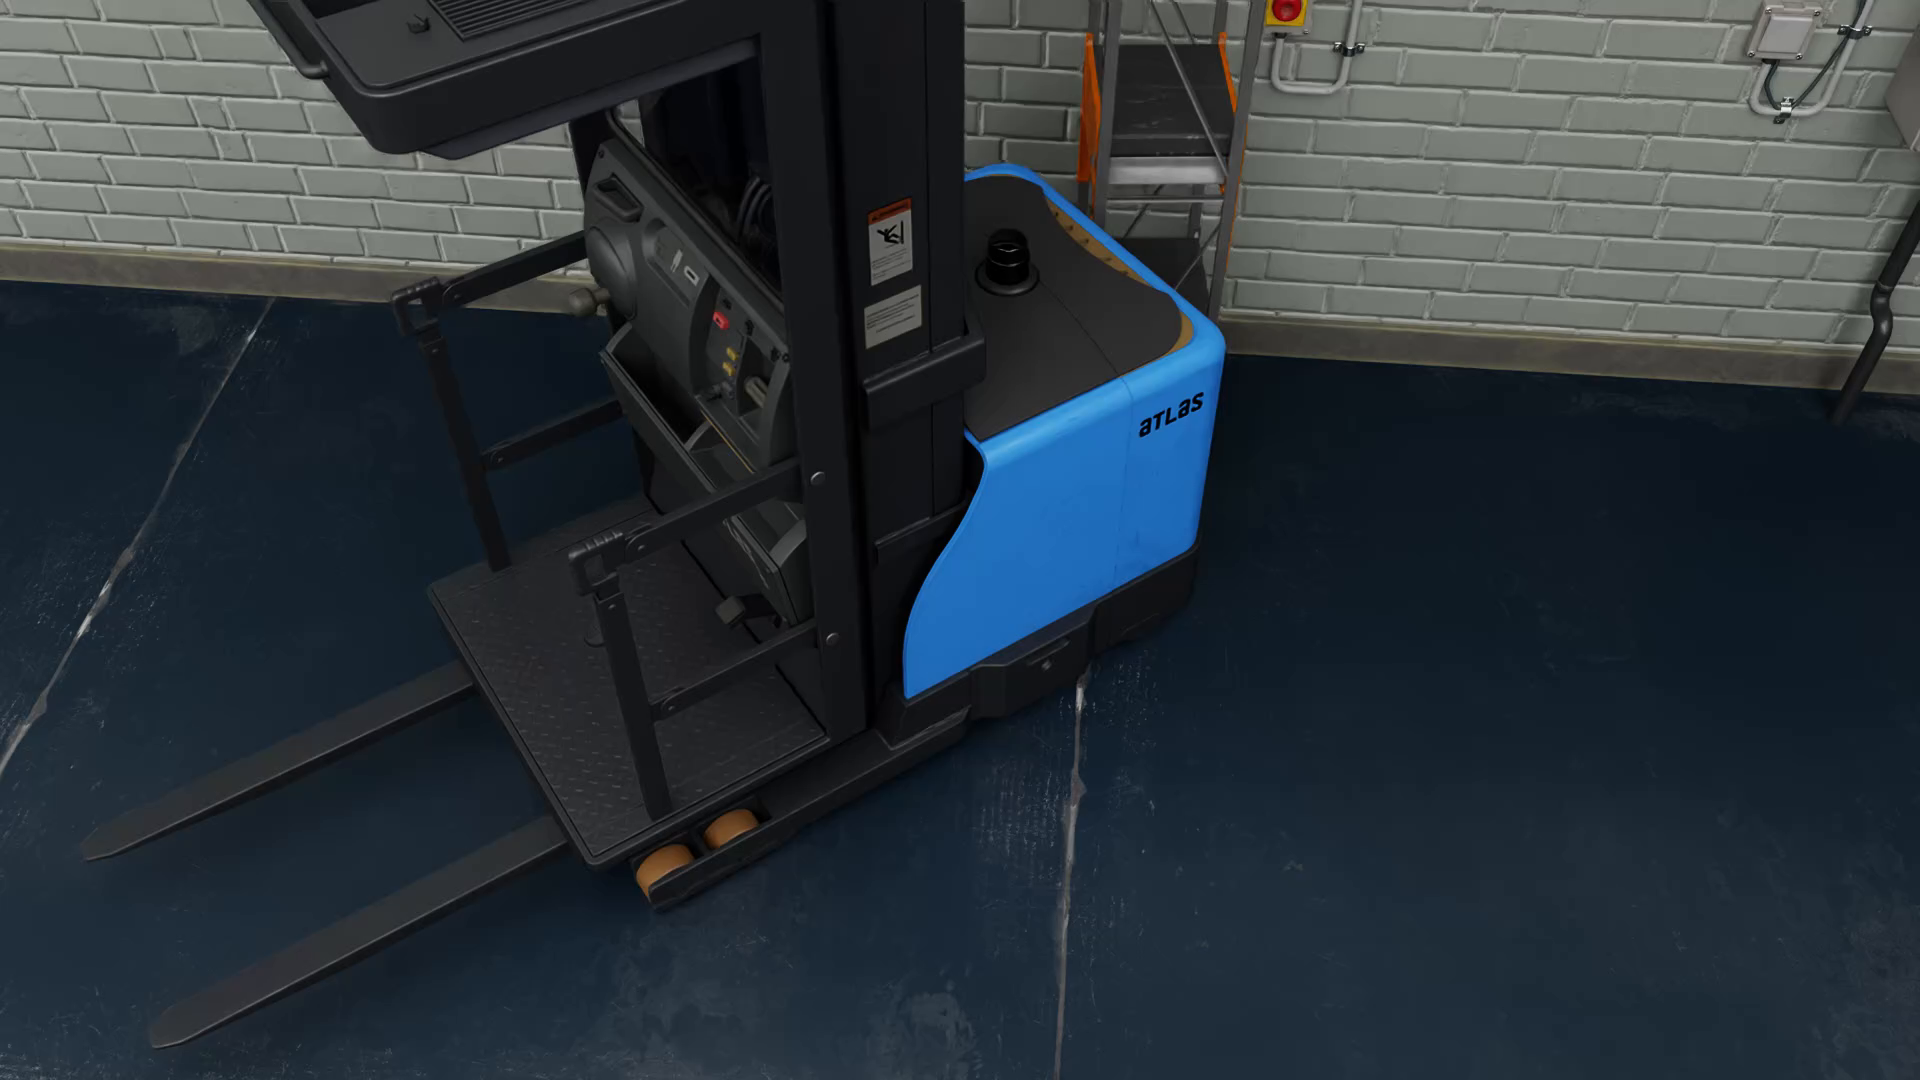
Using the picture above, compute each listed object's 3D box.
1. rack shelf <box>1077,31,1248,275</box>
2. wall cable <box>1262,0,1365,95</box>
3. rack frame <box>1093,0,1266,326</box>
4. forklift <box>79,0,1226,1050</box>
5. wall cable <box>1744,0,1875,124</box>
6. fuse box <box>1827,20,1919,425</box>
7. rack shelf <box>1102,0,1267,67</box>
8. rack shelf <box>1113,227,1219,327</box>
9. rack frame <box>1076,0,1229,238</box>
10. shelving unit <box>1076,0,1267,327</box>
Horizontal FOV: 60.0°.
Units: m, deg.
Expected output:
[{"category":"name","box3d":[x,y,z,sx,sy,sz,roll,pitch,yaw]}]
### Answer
[{"category":"rack shelf","box3d":[0.576,-1.131,4.880,0.431,0.518,0.480,-1,48,-1]},{"category":"wall cable","box3d":[0.909,-2.000,4.337,0.585,1.953,0.123,4,48,4]},{"category":"rack frame","box3d":[0.580,-0.960,4.705,0.400,2.100,0.015,-1,48,-1]},{"category":"forklift","box3d":[-0.803,-0.480,3.703,3.031,2.935,1.130,-26,53,-22]},{"category":"wall cable","box3d":[2.322,-1.903,4.269,0.588,1.984,0.122,4,48,4]},{"category":"fuse box","box3d":[2.988,-0.963,4.971,0.539,1.711,0.414,4,48,4]},{"category":"rack shelf","box3d":[0.576,-1.603,4.363,0.431,0.518,0.480,-1,48,-1]},{"category":"rack shelf","box3d":[0.576,-0.659,5.396,0.431,0.518,0.480,-1,48,-1]},{"category":"rack frame","box3d":[0.573,-1.320,5.035,0.400,2.100,0.015,-1,48,-1]},{"category":"shelving unit","box3d":[0.576,-1.140,4.870,0.431,2.100,0.503,-1,48,-1]}]
